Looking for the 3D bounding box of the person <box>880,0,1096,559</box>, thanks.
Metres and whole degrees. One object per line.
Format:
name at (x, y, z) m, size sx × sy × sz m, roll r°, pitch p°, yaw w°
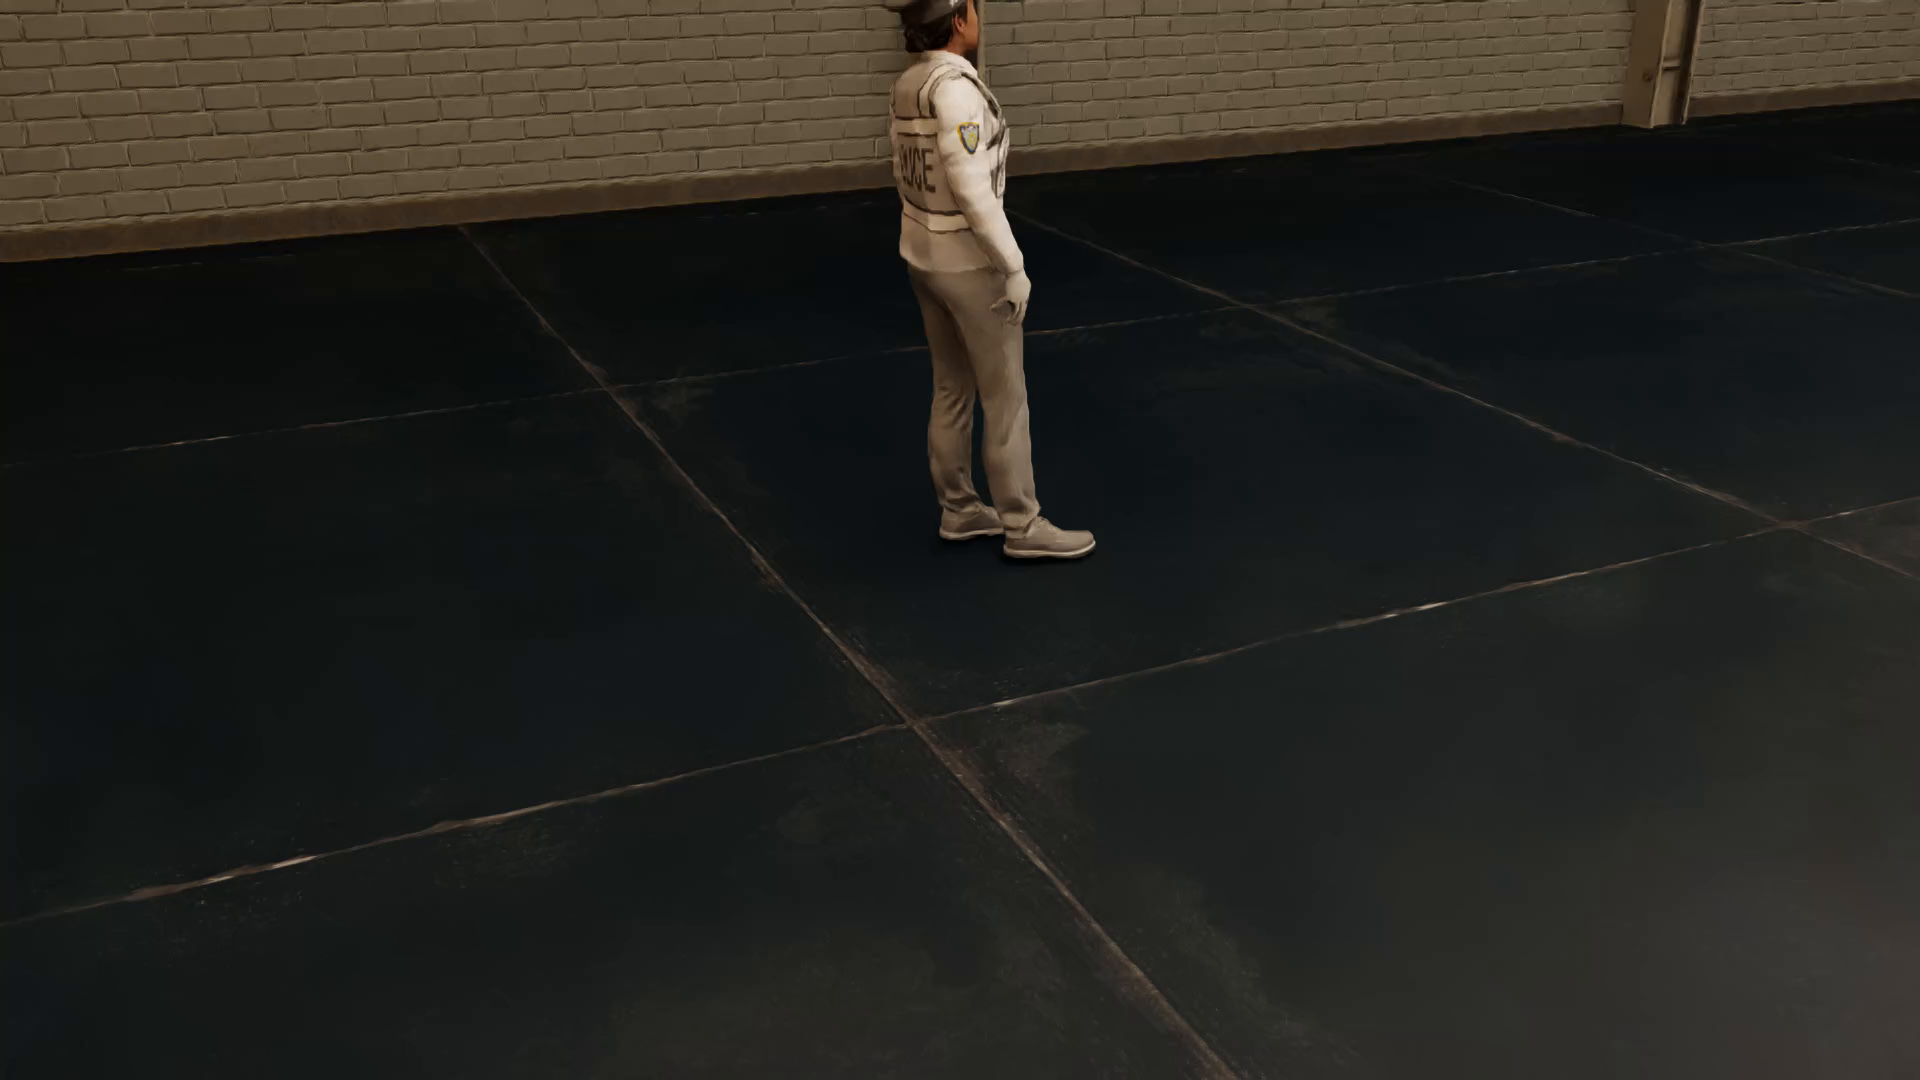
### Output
person at (0.064, -0.798, 4.799) m, size 0.532 × 1.695 × 0.586 m, roll -10°, pitch 25°, yaw -23°
